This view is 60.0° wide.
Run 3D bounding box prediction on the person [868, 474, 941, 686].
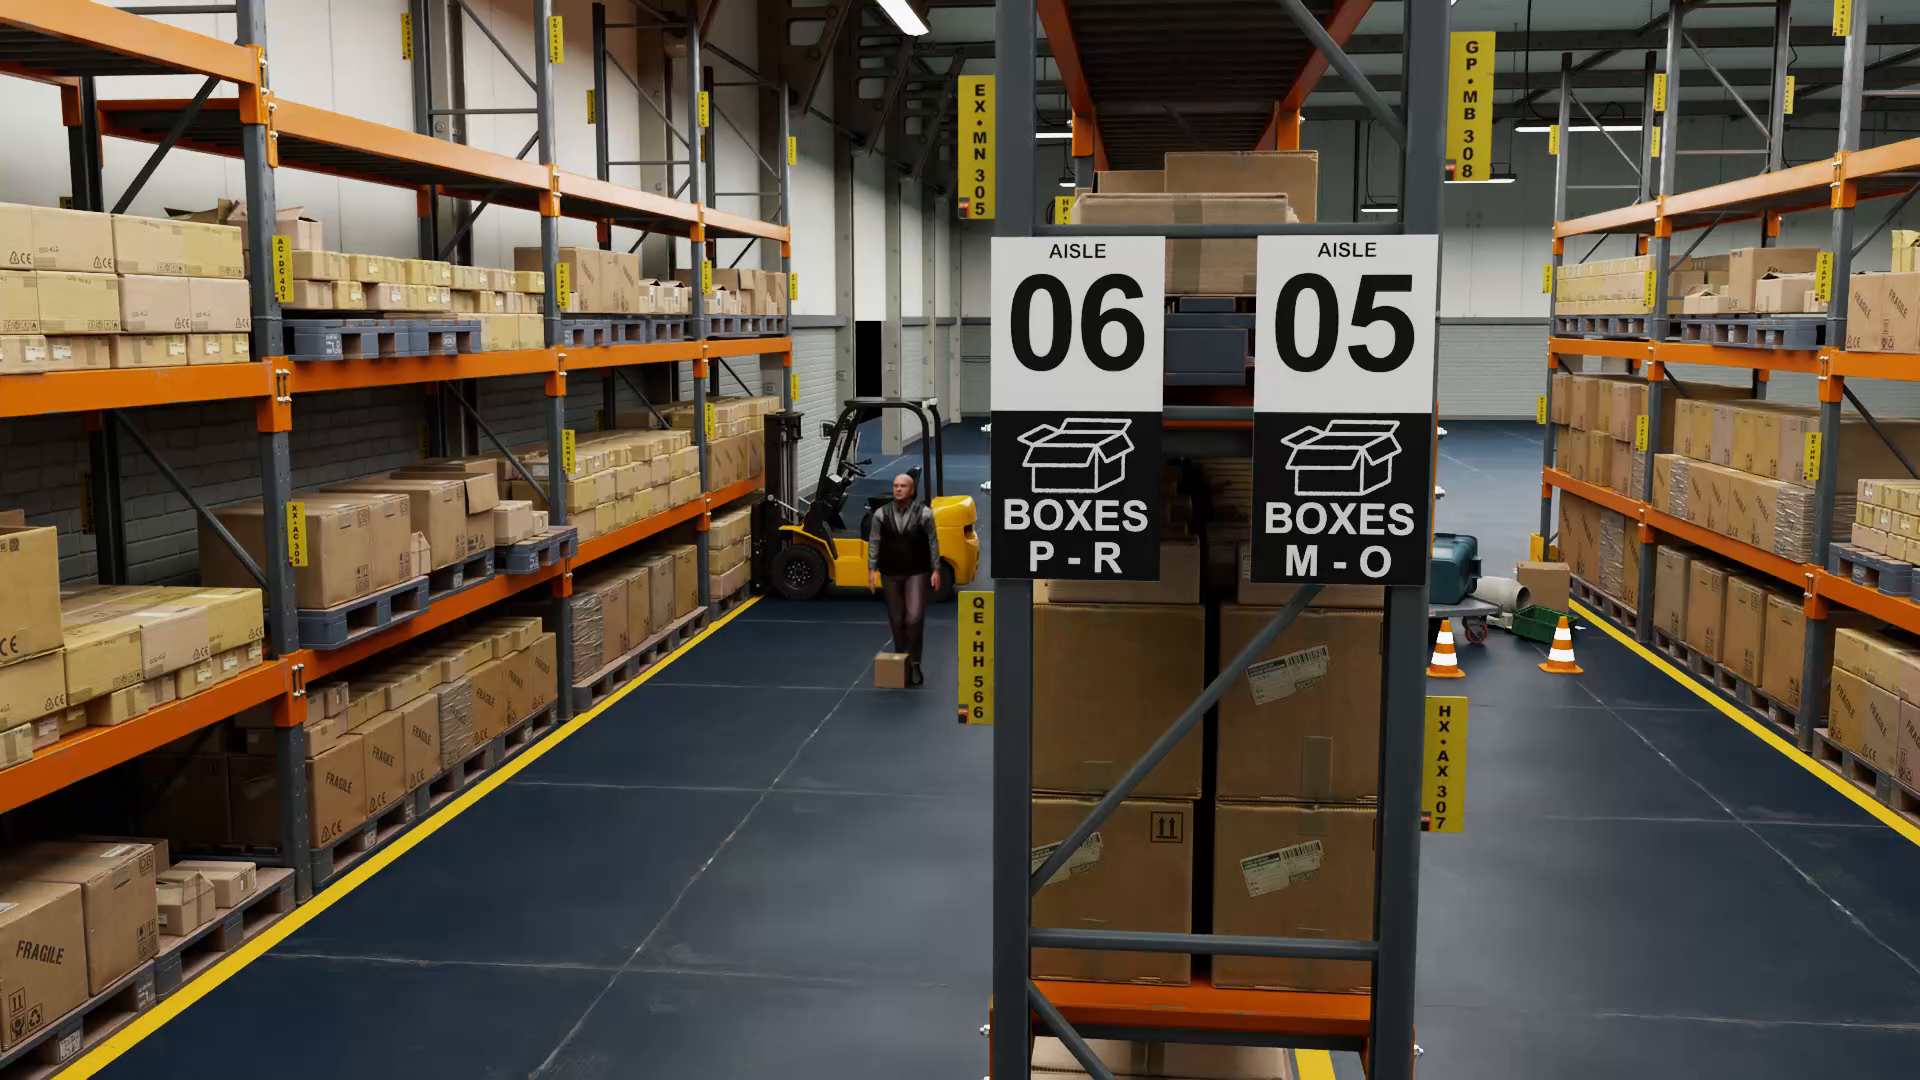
[{"bbox_3d":[-0.471,0.323,13.923,0.600,1.753,0.557,1,8,10],"label":"person"}]
